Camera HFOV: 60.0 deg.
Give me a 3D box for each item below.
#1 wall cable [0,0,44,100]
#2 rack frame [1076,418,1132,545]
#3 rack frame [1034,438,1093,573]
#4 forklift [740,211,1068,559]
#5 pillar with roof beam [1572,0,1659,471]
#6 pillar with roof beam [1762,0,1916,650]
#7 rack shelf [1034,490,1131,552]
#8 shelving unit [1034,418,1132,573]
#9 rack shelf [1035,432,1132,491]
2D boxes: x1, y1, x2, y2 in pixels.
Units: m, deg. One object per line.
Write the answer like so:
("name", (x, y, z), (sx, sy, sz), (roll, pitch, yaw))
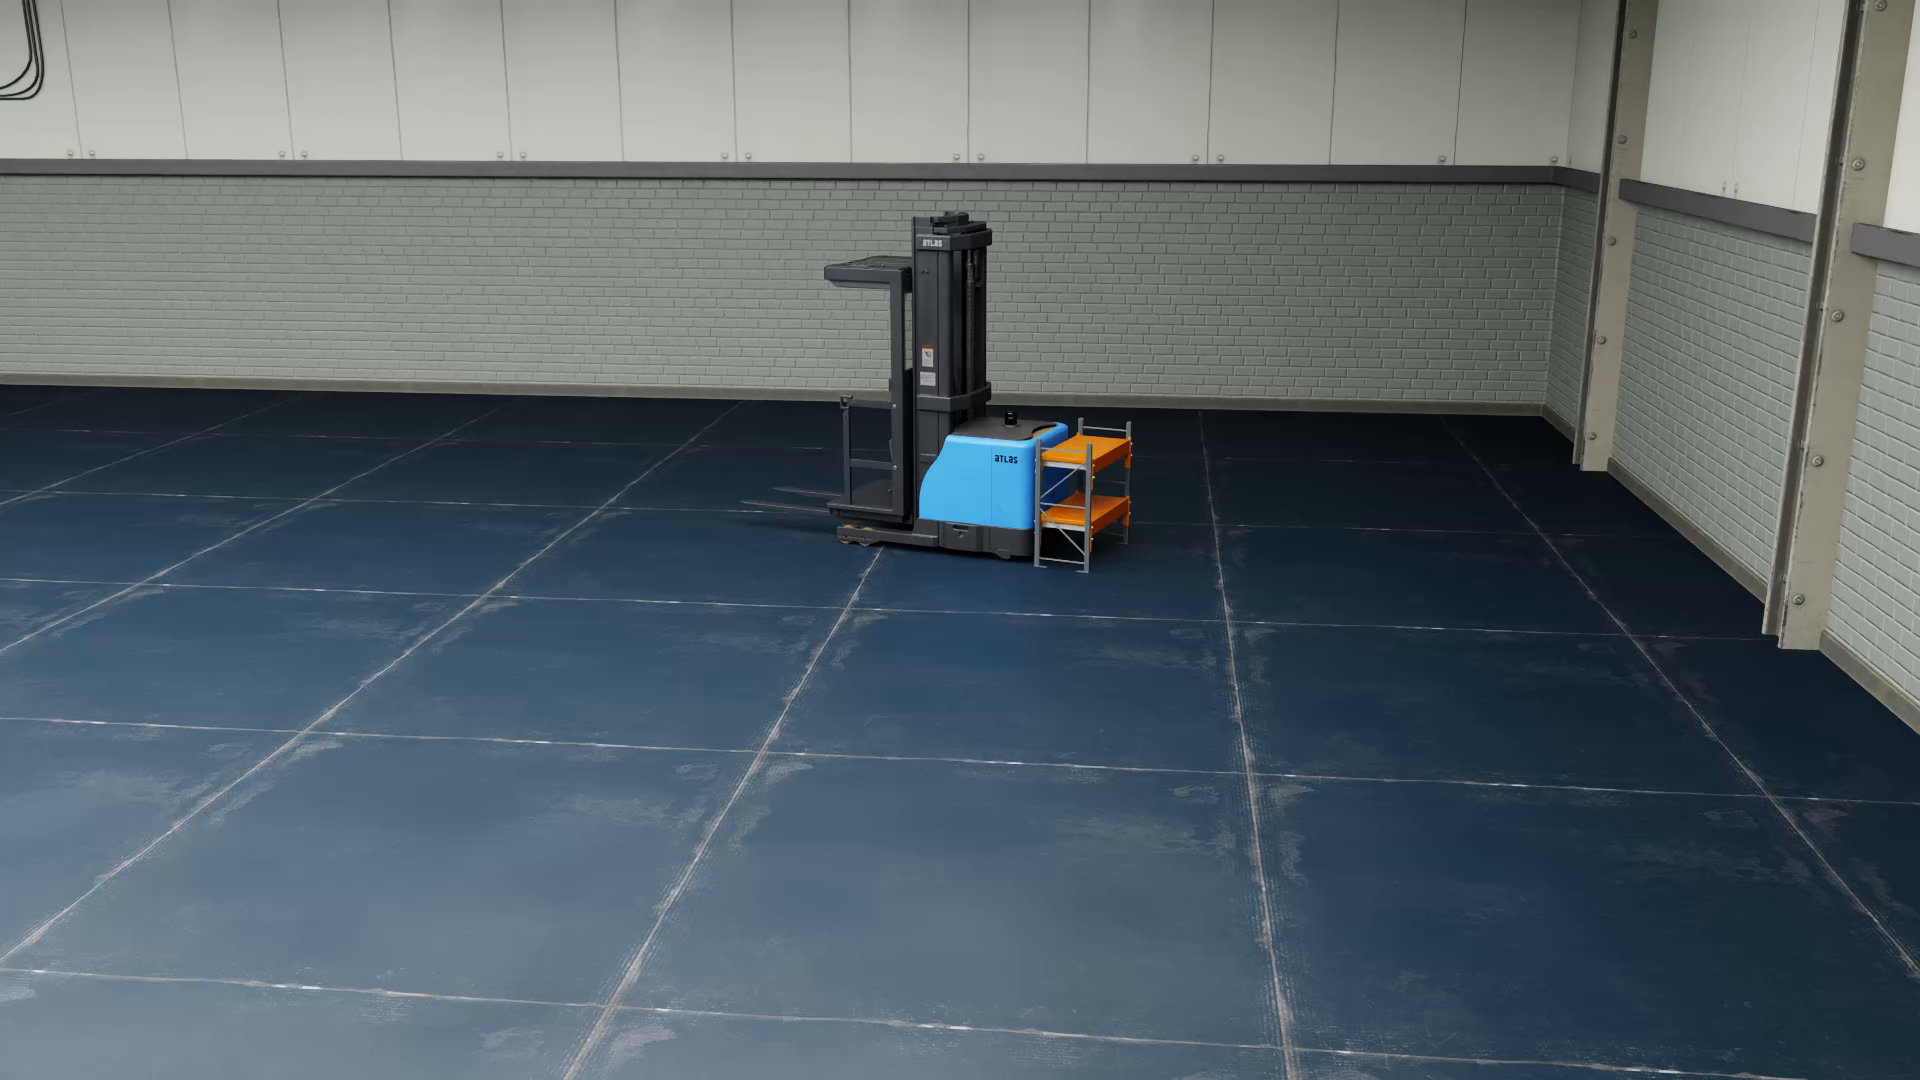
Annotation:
("wall cable", (-13.310, -8.156, 21.657), (2.305, 6.003, 0.169), (2, 15, 6))
("rack frame", (1.300, -0.531, 15.061), (0.500, 1.125, 0.032), (7, 17, 24))
("rack frame", (0.878, -0.290, 14.168), (0.500, 1.125, 0.032), (7, 17, 24))
("forklift", (-0.570, -1.480, 15.109), (3.031, 2.935, 1.130), (7, 16, 23))
("pillar with roof beam", (2.634, -5.272, 17.506), (9.100, 9.000, 0.400), (2, 15, 6))
("pillar with roof beam", (1.957, -3.716, 11.751), (9.100, 9.000, 0.400), (2, 15, 6))
("rack shelf", (1.089, -0.175, 14.678), (0.538, 0.278, 1.000), (7, 17, 24))
("shelving unit", (1.089, -0.411, 14.614), (0.538, 1.125, 1.048), (7, 17, 24))
("rack shelf", (1.089, -0.693, 14.538), (0.538, 0.278, 1.000), (7, 17, 24))
